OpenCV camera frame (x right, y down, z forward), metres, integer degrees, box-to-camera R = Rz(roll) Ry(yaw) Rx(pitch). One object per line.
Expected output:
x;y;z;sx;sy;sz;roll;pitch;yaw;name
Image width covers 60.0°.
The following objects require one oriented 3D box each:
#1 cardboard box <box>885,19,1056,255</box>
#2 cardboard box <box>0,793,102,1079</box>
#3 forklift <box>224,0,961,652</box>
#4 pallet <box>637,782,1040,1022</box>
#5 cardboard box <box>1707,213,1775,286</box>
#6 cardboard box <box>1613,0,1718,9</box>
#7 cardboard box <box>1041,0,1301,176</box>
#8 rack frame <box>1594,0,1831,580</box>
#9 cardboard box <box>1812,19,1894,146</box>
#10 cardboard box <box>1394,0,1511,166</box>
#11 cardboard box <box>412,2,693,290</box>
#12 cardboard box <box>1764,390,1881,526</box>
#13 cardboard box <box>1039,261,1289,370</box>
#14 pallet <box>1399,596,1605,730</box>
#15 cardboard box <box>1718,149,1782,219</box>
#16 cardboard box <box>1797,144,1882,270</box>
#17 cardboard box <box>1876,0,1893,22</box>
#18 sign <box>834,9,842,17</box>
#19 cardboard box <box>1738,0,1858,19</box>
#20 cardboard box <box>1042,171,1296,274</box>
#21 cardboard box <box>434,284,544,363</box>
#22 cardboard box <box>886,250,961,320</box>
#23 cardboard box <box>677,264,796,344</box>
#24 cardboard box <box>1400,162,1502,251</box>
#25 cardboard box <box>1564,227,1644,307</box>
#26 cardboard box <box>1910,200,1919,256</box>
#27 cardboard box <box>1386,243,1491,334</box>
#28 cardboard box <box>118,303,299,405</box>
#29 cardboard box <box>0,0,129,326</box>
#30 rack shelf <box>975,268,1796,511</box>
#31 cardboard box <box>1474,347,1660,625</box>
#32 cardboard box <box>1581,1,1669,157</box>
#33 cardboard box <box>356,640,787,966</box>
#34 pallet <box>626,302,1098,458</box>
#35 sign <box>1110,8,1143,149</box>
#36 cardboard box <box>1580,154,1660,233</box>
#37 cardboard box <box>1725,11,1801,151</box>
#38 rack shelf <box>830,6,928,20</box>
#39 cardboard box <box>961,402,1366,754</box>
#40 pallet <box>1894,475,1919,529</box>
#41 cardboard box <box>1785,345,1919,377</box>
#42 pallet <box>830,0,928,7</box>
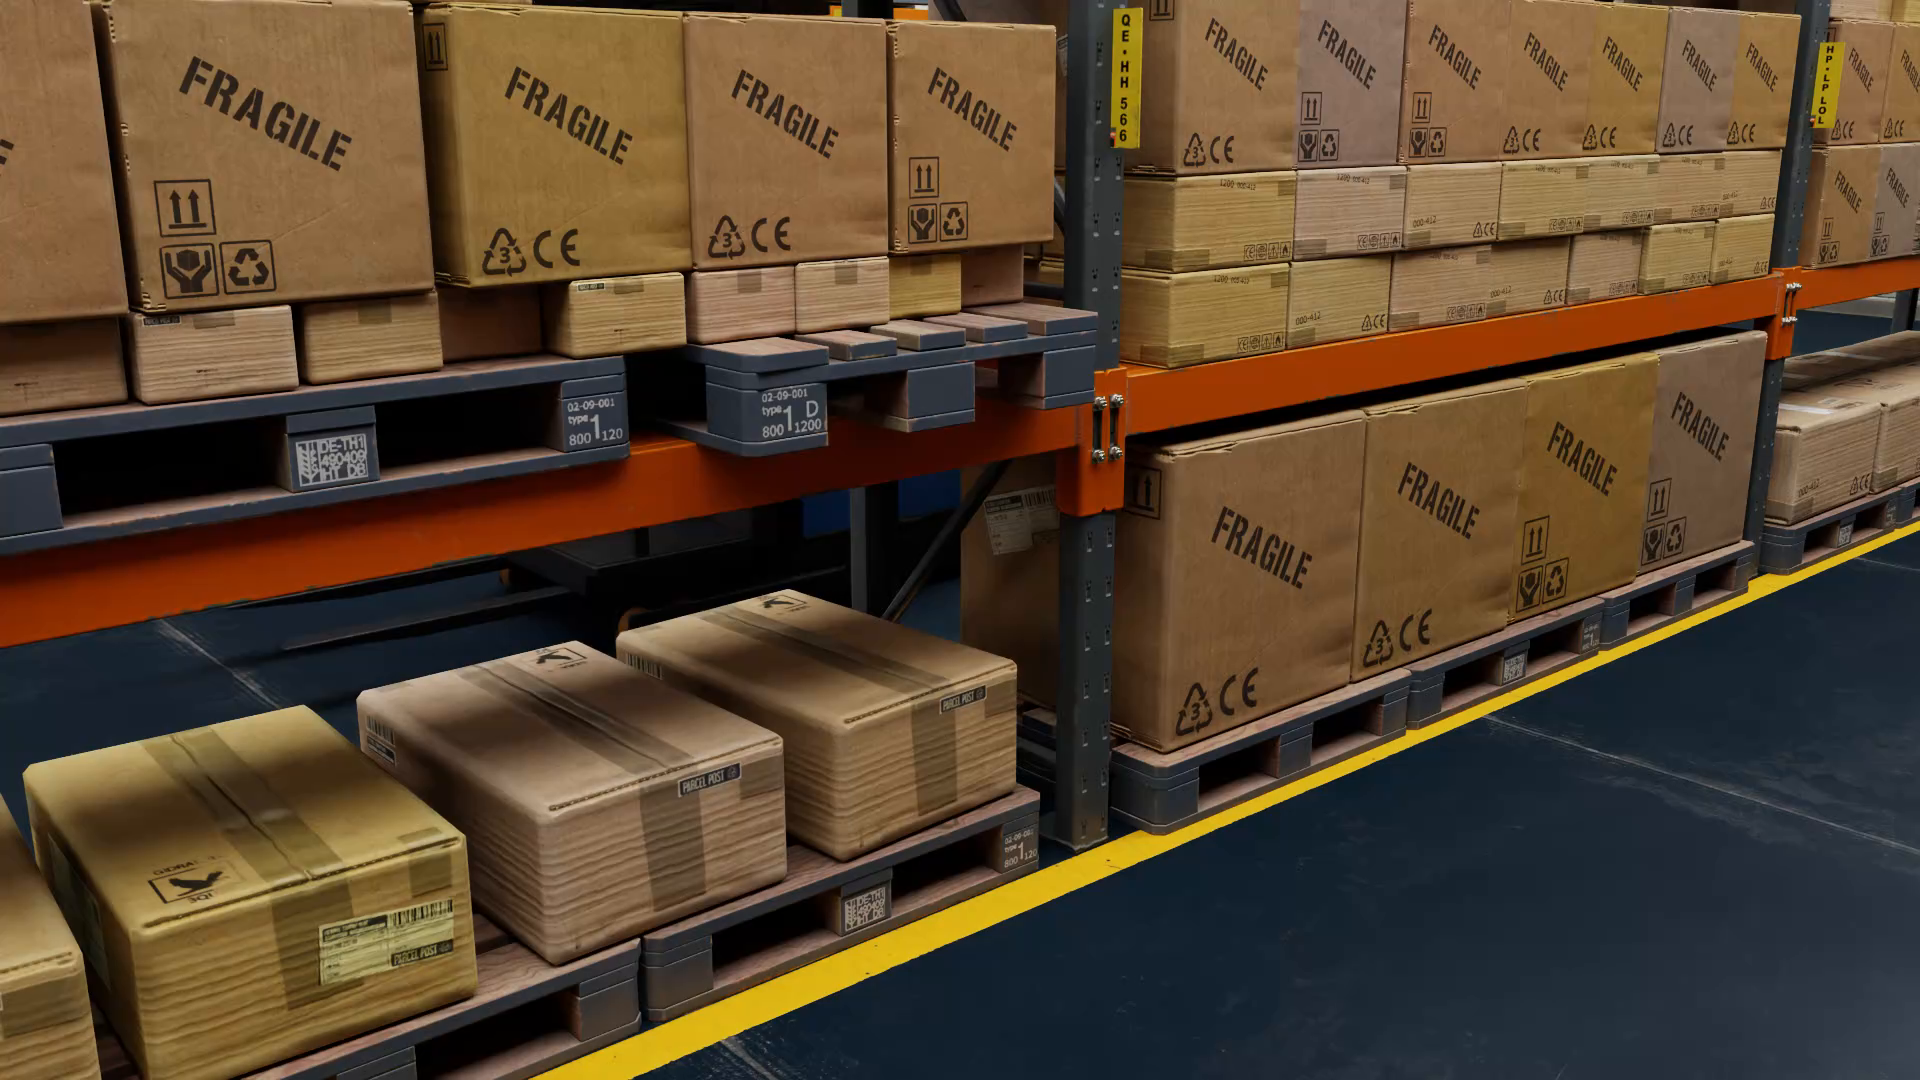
-0.124;-0.962;3.955;0.500;0.500;0.500;-13;20;-41;cardboard box
-2.047;0.834;3.093;0.625;0.372;0.950;-11;19;-36;cardboard box
-1.295;-1.153;6.386;3.031;2.935;1.130;-12;19;-38;forklift
-0.554;0.781;4.417;1.213;0.211;1.003;-13;19;-39;pallet
2.881;-1.178;6.640;0.500;0.250;0.500;-13;20;-41;cardboard box
3.077;-2.335;7.290;0.250;0.149;0.380;-13;20;-40;cardboard box
0.569;-1.266;4.544;0.500;0.500;0.500;-14;20;-41;cardboard box
3.054;-1.376;7.088;0.127;3.000;1.000;-13;19;-39;rack frame
3.572;-1.941;7.072;0.500;0.500;0.500;-12;19;-39;cardboard box
1.337;-1.436;5.183;0.500;0.500;0.500;-12;19;-38;cardboard box
-0.887;-0.787;3.298;0.500;0.500;0.500;-14;21;-43;cardboard box
3.598;-0.426;7.685;0.875;0.438;0.875;-13;20;-40;cardboard box
0.571;-0.660;4.698;0.500;0.250;0.500;-13;20;-40;cardboard box
1.601;0.324;6.126;1.213;0.211;1.003;-13;19;-39;pallet
2.881;-1.423;6.586;0.500;0.250;0.500;-13;20;-39;cardboard box
3.580;-1.453;7.182;0.500;0.500;0.500;-12;19;-38;cardboard box
3.811;-2.322;7.241;0.250;0.149;0.380;-13;20;-40;cardboard box
-0.330;-1.365;4.805;0.005;0.325;0.100;-13;19;-39;sign
3.463;-2.224;6.874;0.250;0.149;0.380;-13;20;-40;cardboard box
0.581;-0.905;4.648;0.500;0.250;0.500;-13;20;-40;cardboard box
-1.038;-0.459;3.329;0.250;0.149;0.380;-12;19;-39;cardboard box
-0.211;-0.619;3.928;0.250;0.149;0.380;-12;19;-39;cardboard box
-0.567;-0.526;3.581;0.250;0.149;0.380;-14;20;-42;cardboard box
1.356;-1.074;5.282;0.500;0.250;0.500;-13;20;-40;cardboard box
2.103;-1.011;6.011;0.500;0.250;0.500;-13;20;-41;cardboard box
4.342;-1.620;7.809;0.500;0.500;0.500;-12;19;-39;cardboard box
1.346;-0.838;5.365;0.500;0.250;0.500;-12;19;-38;cardboard box
-1.355;-0.350;2.920;0.250;0.149;0.380;-12;19;-37;cardboard box
-1.680;-0.605;2.619;0.500;0.500;0.500;-13;20;-40;cardboard box
1.545;-0.690;5.913;4.000;0.370;1.077;-13;19;-39;rack shelf
1.963;-0.277;6.278;0.875;0.875;0.875;-12;19;-38;cardboard box
2.101;-1.612;5.839;0.500;0.500;0.500;-12;19;-38;cardboard box
-0.948;0.589;4.012;0.625;0.372;0.950;-13;20;-40;cardboard box
-0.431;-0.464;4.047;1.003;0.211;1.213;-13;19;-39;pallet
0.400;-1.115;4.023;0.005;0.325;0.100;-13;19;-39;sign
2.122;-1.248;5.931;0.500;0.250;0.500;-12;19;-38;cardboard box
2.882;-1.783;6.480;0.500;0.500;0.500;-12;19;-38;cardboard box
-1.942;-4.746;15.285;4.000;0.370;1.077;-13;19;-39;rack shelf
0.612;0.025;5.149;0.875;0.875;0.875;-13;20;-40;cardboard box
4.600;-0.350;8.651;1.213;0.211;1.003;-13;19;-39;pallet
4.955;-0.731;8.824;0.875;0.438;0.875;-12;19;-38;cardboard box
-0.986;-5.261;15.994;1.213;0.211;1.003;-13;19;-39;pallet
